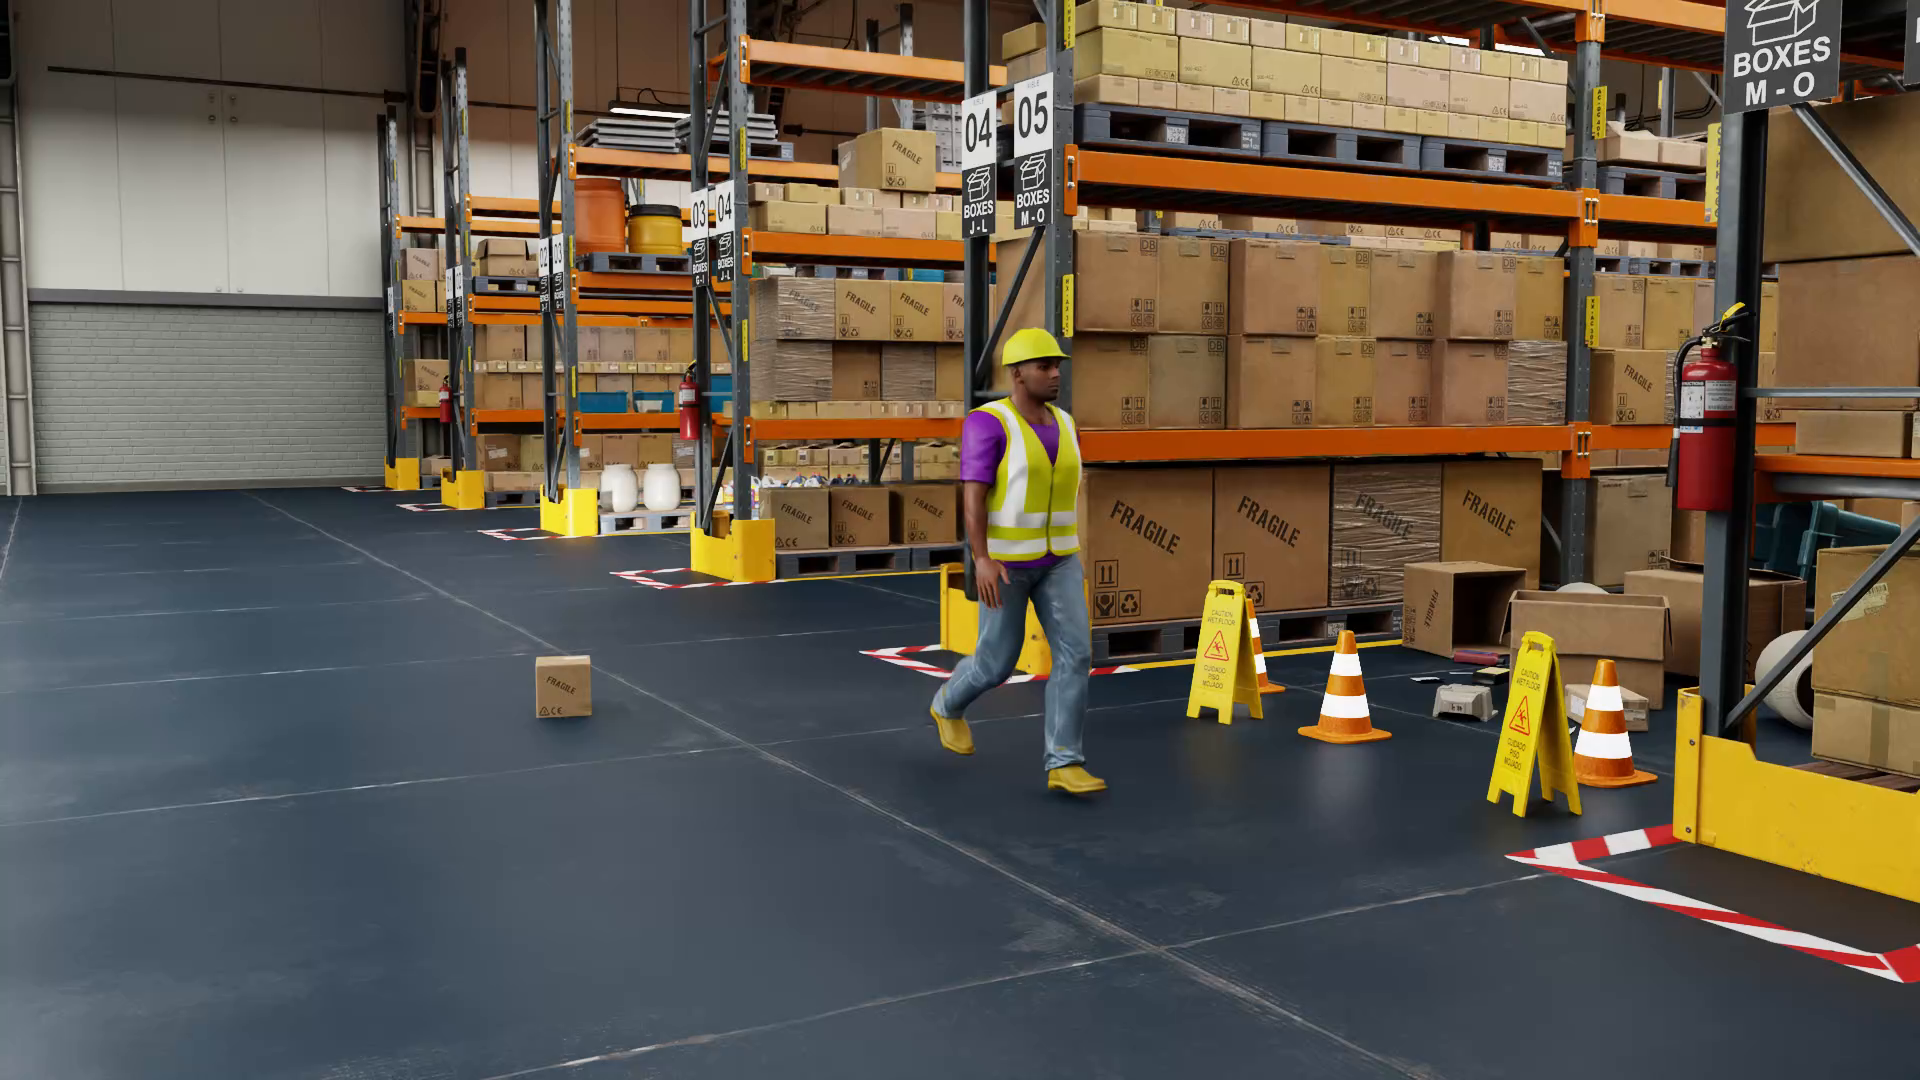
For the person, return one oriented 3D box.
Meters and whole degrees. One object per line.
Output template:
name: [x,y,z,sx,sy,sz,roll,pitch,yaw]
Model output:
person: [0.234,0.064,6.353,0.579,1.730,0.938,-3,6,-32]
